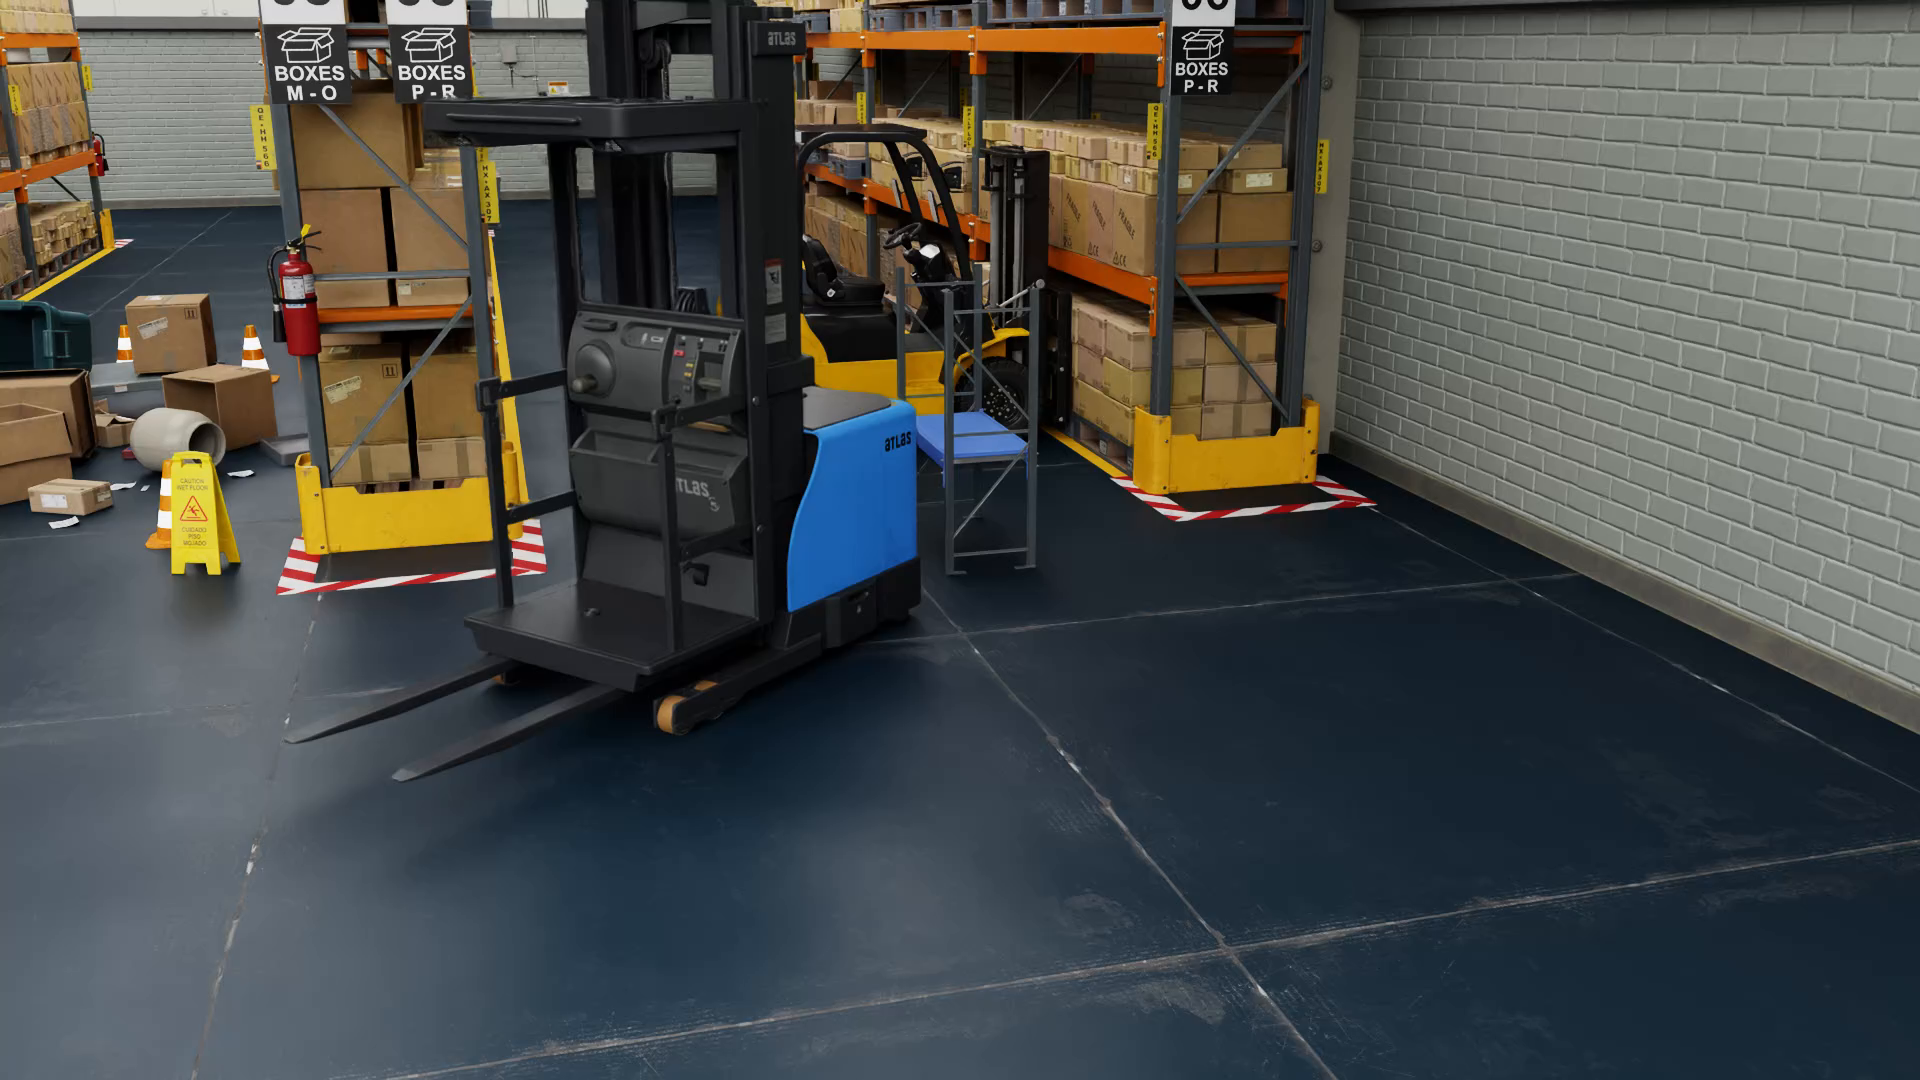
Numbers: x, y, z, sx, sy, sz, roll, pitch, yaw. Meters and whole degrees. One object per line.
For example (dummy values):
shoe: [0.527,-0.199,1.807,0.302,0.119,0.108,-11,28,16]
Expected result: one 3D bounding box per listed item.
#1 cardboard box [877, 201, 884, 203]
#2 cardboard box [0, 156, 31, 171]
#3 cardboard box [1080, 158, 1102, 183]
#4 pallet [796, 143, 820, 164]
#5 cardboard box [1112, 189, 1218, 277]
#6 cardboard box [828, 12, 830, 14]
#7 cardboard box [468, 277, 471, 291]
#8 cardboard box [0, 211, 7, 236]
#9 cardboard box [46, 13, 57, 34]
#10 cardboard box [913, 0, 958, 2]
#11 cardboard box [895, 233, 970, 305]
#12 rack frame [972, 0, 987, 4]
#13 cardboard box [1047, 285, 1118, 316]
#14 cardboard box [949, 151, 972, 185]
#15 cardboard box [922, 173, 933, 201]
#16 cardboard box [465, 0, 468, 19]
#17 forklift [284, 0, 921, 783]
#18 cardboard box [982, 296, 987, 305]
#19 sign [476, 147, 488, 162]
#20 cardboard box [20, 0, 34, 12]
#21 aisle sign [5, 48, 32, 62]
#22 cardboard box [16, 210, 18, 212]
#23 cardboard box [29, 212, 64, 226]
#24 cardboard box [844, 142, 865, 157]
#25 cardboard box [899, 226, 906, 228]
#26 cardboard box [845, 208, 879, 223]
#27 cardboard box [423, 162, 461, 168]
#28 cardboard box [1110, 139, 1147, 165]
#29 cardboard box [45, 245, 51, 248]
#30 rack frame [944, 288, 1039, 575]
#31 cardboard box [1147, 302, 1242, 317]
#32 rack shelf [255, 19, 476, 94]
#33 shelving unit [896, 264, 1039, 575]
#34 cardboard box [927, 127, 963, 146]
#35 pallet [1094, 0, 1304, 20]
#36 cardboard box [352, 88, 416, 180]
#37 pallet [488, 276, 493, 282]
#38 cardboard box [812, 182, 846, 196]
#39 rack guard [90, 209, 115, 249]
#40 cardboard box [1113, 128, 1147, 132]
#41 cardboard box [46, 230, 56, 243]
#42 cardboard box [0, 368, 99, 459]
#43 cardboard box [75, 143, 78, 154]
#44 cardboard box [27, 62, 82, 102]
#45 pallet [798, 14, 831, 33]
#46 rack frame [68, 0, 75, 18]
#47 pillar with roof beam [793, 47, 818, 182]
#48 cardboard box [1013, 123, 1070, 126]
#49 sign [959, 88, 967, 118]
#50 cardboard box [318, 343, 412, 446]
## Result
cardboard box: [-0.828,-4.017,20.098,0.380,0.149,0.250,-4,17,-14]
cardboard box: [-10.870,-4.307,19.013,0.380,0.149,0.250,-4,17,-13]
cardboard box: [1.043,-2.533,11.370,0.380,0.149,0.250,-5,18,-17]
pallet: [-1.488,-4.814,20.598,1.003,0.211,1.213,-5,17,-15]
cardboard box: [1.307,-1.980,10.655,0.500,0.500,0.500,-5,17,-16]
cardboard box: [-1.469,-6.805,21.424,0.500,0.250,0.500,-5,17,-17]
cardboard box: [-3.049,-1.562,9.873,0.380,0.149,0.250,-5,18,-17]
cardboard box: [-10.530,-3.357,17.725,0.500,0.250,0.500,-4,17,-13]
cardboard box: [-11.556,-6.411,20.626,0.500,0.250,0.500,-4,17,-13]
cardboard box: [-0.211,-4.982,15.141,0.380,0.149,0.250,-5,17,-16]
cardboard box: [-0.158,-2.739,16.756,0.875,0.625,0.625,-4,17,-13]
rack frame: [0.595,-5.796,13.106,1.000,3.000,0.127,-5,17,-15]
cardboard box: [0.842,-1.703,12.218,0.500,0.250,0.500,-5,17,-16]
cardboard box: [0.215,-3.206,14.303,0.500,0.250,0.500,-5,17,-16]
cardboard box: [-0.045,-3.248,15.312,0.500,0.250,0.500,-5,17,-15]
cardboard box: [-2.856,-2.857,8.971,0.380,0.149,0.250,-5,17,-15]
forklift: [-1.419,-0.758,6.880,1.130,2.935,3.031,11,20,32]
cardboard box: [0.432,-1.888,13.705,0.500,0.250,0.500,-5,17,-16]
sign: [-3.657,-2.989,12.684,0.100,0.325,0.005,-5,17,-15]
cardboard box: [-11.265,-6.358,19.581,0.500,0.250,0.500,-4,17,-14]
aisle sign: [-12.514,-6.671,21.927,0.394,0.787,0.004,-5,17,-15]
cardboard box: [-12.036,-4.092,21.053,0.380,0.149,0.250,-4,17,-13]
cardboard box: [-11.407,-3.990,20.711,0.380,0.149,0.250,-5,17,-15]
cardboard box: [-1.053,-4.262,18.132,0.380,0.149,0.250,-4,17,-14]
cardboard box: [-0.466,-3.309,18.870,0.500,0.500,0.500,-5,17,-15]
cardboard box: [-1.116,-3.755,19.228,0.380,0.149,0.250,-5,17,-16]
cardboard box: [-3.375,-2.190,10.839,0.500,0.500,0.500,-5,17,-16]
cardboard box: [1.198,-2.536,10.862,0.380,0.149,0.250,-4,17,-14]
cardboard box: [-11.089,-3.423,19.860,0.380,0.149,0.250,-5,17,-16]
rack frame: [0.163,-0.554,8.690,0.500,1.500,0.032,-5,17,-15]
cardboard box: [1.604,-1.465,11.428,0.500,0.250,0.500,-5,17,-15]
rack shelf: [-3.626,-3.068,10.489,1.077,0.370,4.000,-5,17,-15]
shelving unit: [0.023,-0.695,9.158,0.538,1.500,1.048,-5,17,-15]
cardboard box: [-0.092,-3.710,15.286,0.380,0.149,0.250,-5,17,-15]
pallet: [1.525,-3.408,10.524,1.003,0.211,1.213,-5,17,-15]
cardboard box: [-3.559,-2.357,9.655,0.700,0.500,0.500,-5,17,-15]
pallet: [-5.751,-2.861,18.611,1.003,0.211,1.213,-5,17,-15]
cardboard box: [-1.643,-4.405,20.872,0.380,0.149,0.250,-6,18,-18]
rack guard: [-12.185,-4.211,22.603,1.175,0.500,0.348,-5,17,-15]
cardboard box: [1.334,-2.930,12.175,0.380,0.149,0.250,-4,17,-14]
cardboard box: [-11.280,-3.707,20.288,0.380,0.149,0.250,-4,17,-13]
cardboard box: [-6.259,-0.836,11.125,0.797,0.637,0.503,-5,17,-15]
cardboard box: [-11.729,-5.101,21.658,0.380,0.149,0.250,-5,17,-16]
cardboard box: [-11.841,-5.992,21.756,0.500,0.500,0.500,-5,17,-16]
pallet: [-1.203,-6.010,19.358,1.213,0.211,1.003,-5,17,-15]
rack frame: [-12.206,-8.303,21.450,1.000,3.000,0.127,-5,17,-15]
pillar with roof beam: [-6.716,-9.592,25.743,9.100,9.000,0.400,-5,17,-15]
cardboard box: [0.635,-3.177,12.997,0.380,0.149,0.250,-5,17,-16]
sign: [0.029,-4.629,17.635,0.100,0.325,0.005,-5,17,-15]
cardboard box: [-3.548,-0.867,9.872,0.500,0.500,0.500,-5,17,-15]
